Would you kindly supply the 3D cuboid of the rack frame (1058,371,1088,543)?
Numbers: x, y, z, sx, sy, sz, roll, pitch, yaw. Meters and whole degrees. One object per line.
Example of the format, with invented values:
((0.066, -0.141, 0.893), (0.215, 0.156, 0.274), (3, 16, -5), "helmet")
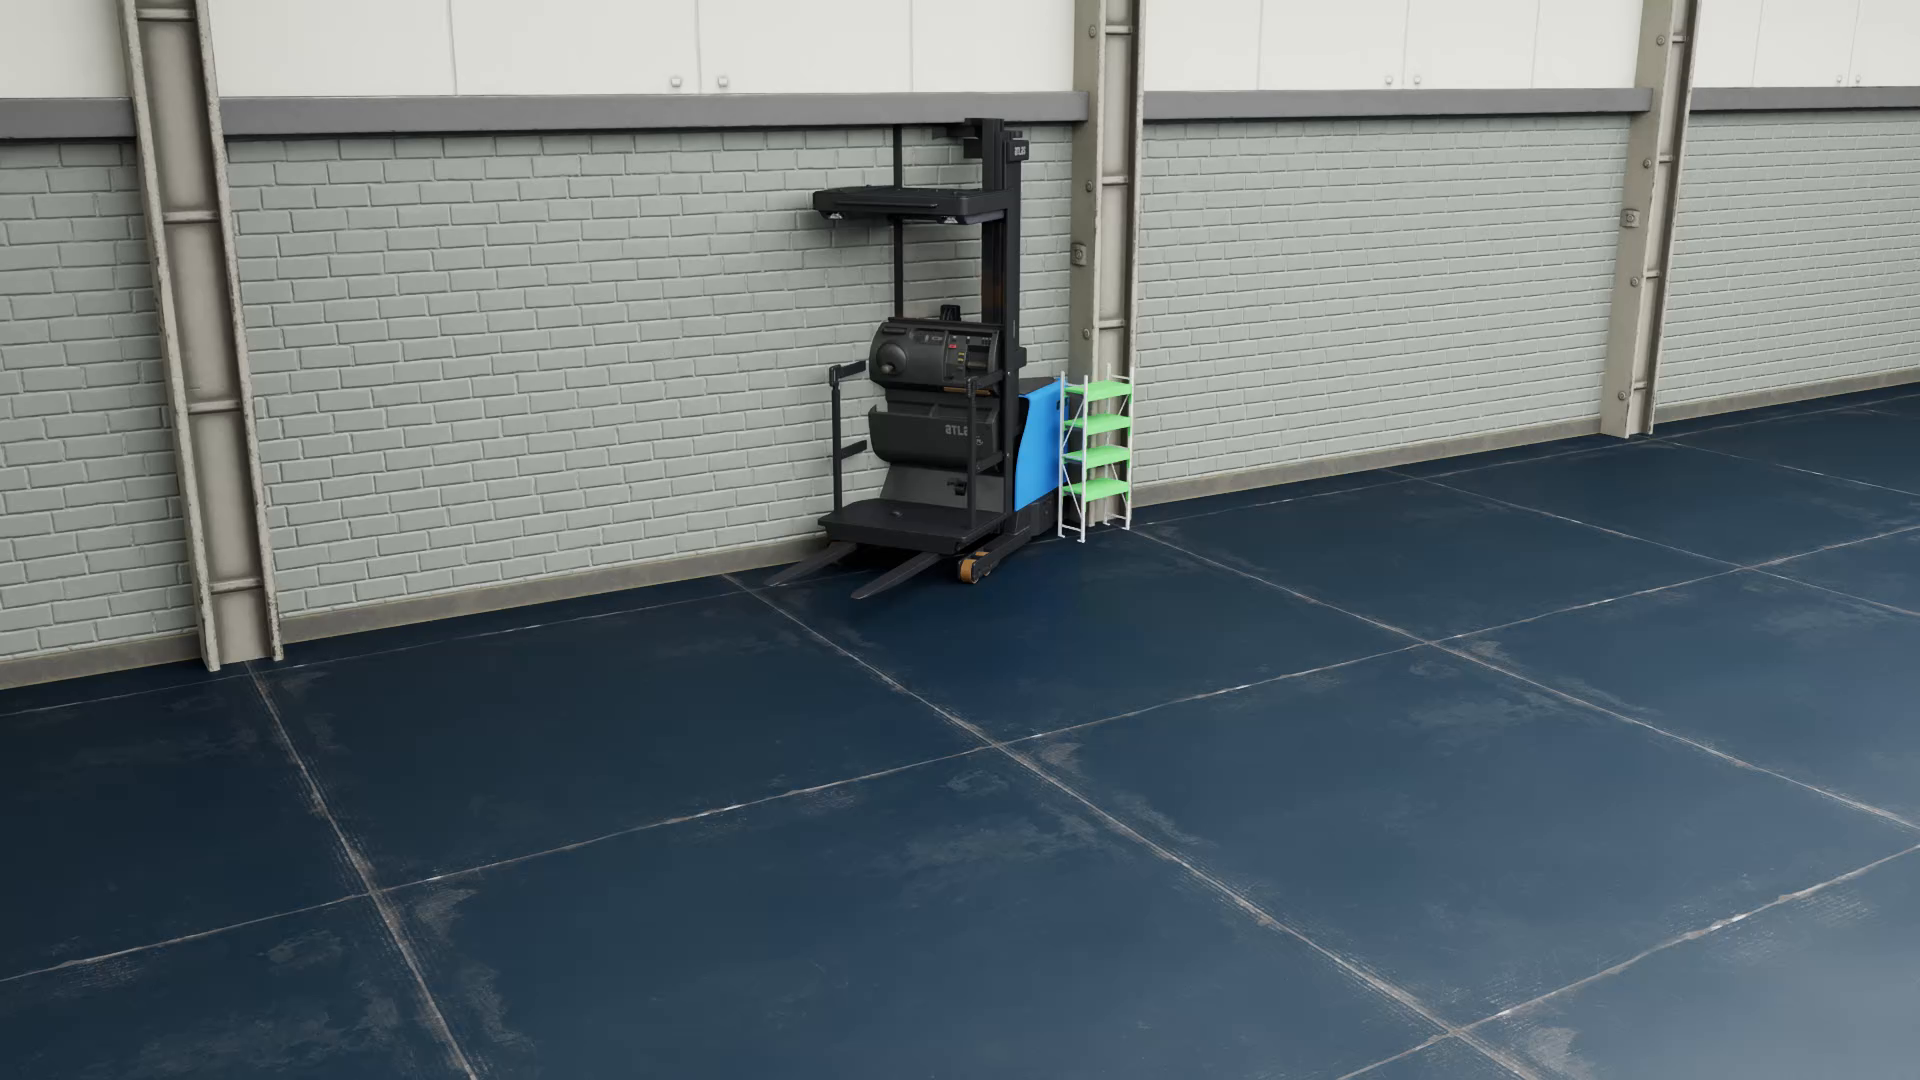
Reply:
((0.797, -0.583, 11.768), (0.015, 1.200, 0.240), (-14, 21, -42), "rack frame")

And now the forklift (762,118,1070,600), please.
((-0.264, -1.258, 10.966), (1.130, 2.935, 3.031), (7, 17, 24), "forklift")

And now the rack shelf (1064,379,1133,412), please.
((0.973, -1.030, 11.818), (0.480, 0.148, 0.258), (-14, 21, -42), "rack shelf")

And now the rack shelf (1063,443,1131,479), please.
((0.973, -0.567, 11.948), (0.480, 0.148, 0.258), (-14, 21, -42), "rack shelf")

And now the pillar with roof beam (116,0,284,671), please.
((-1.887, -2.665, 4.744), (0.400, 9.000, 9.100), (-9, 18, -30), "pillar with roof beam")

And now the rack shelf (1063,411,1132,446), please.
((0.973, -0.798, 11.883), (0.480, 0.148, 0.258), (-14, 21, -42), "rack shelf")

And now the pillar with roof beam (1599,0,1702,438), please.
((8.400, -4.333, 10.695), (0.400, 9.000, 9.100), (-9, 18, -30), "pillar with roof beam")

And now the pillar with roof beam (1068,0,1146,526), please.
((3.257, -3.499, 7.720), (0.400, 9.000, 9.100), (-9, 18, -30), "pillar with roof beam")

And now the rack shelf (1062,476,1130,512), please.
((0.973, -0.336, 12.012), (0.480, 0.148, 0.258), (-14, 21, -42), "rack shelf")

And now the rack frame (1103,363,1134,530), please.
((1.150, -0.674, 12.093), (0.015, 1.200, 0.240), (-14, 21, -42), "rack frame")

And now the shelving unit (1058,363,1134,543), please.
((0.973, -0.629, 11.930), (0.503, 1.200, 0.258), (-14, 21, -42), "shelving unit")
